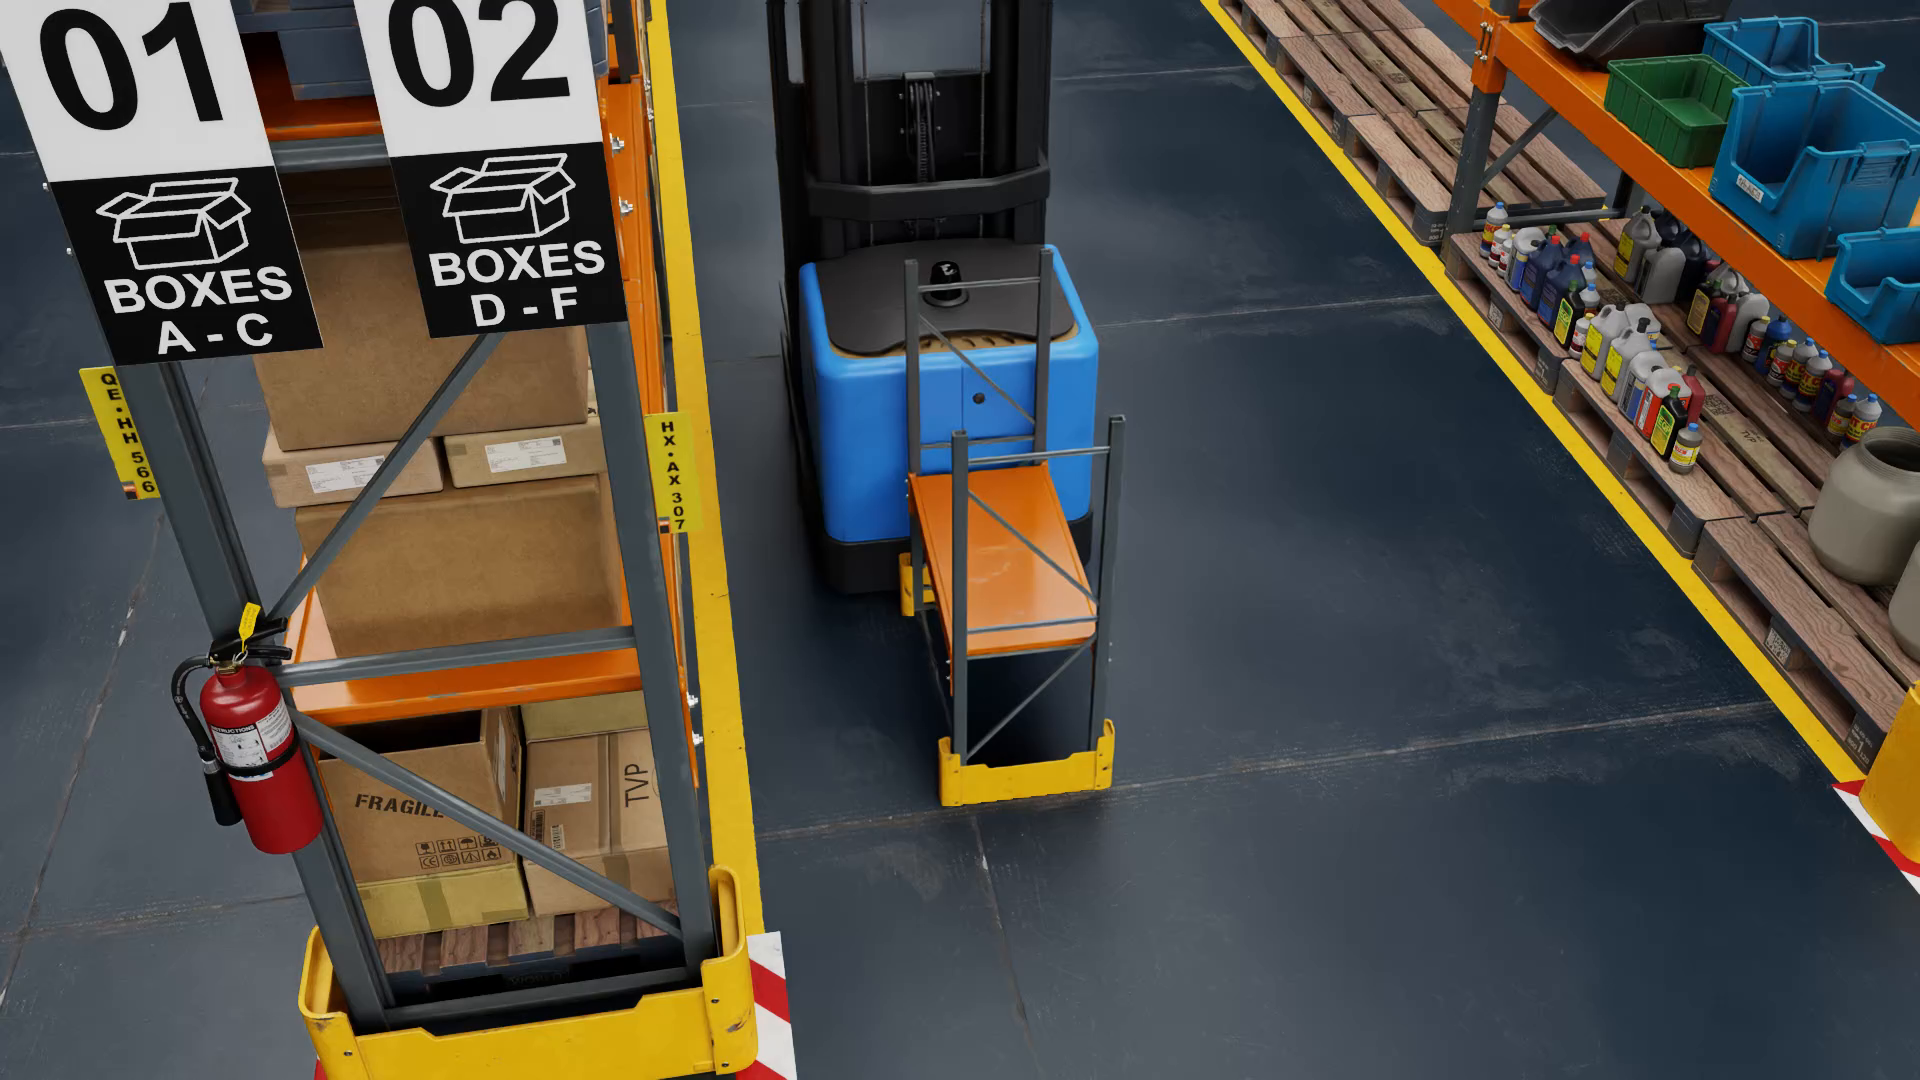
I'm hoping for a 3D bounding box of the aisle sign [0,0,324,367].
[{"bbox_3d":[-1.464,-0.674,3.053,0.394,0.787,0.004,-6,38,-8],"label":"aisle sign"}]

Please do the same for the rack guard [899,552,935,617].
[{"bbox_3d":[0.063,0.146,6.358,0.587,0.250,0.087,-6,38,-7],"label":"rack guard"}]

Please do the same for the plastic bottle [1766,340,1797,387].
[{"bbox_3d":[3.585,-0.774,7.223,0.097,0.201,0.097,0,38,0],"label":"plastic bottle"}]

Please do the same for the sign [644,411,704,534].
[{"bbox_3d":[-0.639,-0.148,3.725,0.100,0.325,0.005,-6,38,-8],"label":"sign"}]

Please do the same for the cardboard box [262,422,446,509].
[{"bbox_3d":[-1.441,-0.224,3.984,0.380,0.149,0.250,-7,38,-9],"label":"cardboard box"}]

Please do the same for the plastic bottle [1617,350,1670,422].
[{"bbox_3d":[2.896,-0.648,7.001,0.152,0.276,0.135,-7,38,-9],"label":"plastic bottle"}]

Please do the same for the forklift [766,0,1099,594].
[{"bbox_3d":[-0.229,-1.853,6.746,1.130,2.935,3.031,-6,38,-7],"label":"forklift"}]

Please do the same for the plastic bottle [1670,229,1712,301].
[{"bbox_3d":[3.420,-1.319,7.803,0.144,0.351,0.185,-8,39,-10],"label":"plastic bottle"}]

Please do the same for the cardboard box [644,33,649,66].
[{"bbox_3d":[-2.163,-3.028,10.102,0.500,0.250,0.500,-7,38,-8],"label":"cardboard box"}]

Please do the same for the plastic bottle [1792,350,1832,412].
[{"bbox_3d":[3.620,-0.681,7.047,0.097,0.271,0.097,0,38,0],"label":"plastic bottle"}]

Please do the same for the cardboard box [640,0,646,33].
[{"bbox_3d":[-2.157,-3.249,9.929,0.500,0.311,0.500,-7,38,-9],"label":"cardboard box"}]

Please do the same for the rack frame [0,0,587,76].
[{"bbox_3d":[-1.187,-2.088,2.102,1.000,3.000,0.127,-6,38,-8],"label":"rack frame"}]

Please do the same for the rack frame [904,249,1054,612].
[{"bbox_3d":[0.063,-0.348,5.976,0.500,1.500,0.032,-6,38,-7],"label":"rack frame"}]

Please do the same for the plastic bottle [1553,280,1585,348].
[{"bbox_3d":[2.743,-1.016,7.468,0.061,0.283,0.133,-5,38,-6],"label":"plastic bottle"}]

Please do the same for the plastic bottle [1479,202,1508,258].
[{"bbox_3d":[2.614,-1.522,8.129,0.097,0.271,0.097,0,38,0],"label":"plastic bottle"}]

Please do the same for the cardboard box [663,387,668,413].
[{"bbox_3d":[-1.411,-0.355,6.660,0.500,0.250,0.500,-6,38,-8],"label":"cardboard box"}]

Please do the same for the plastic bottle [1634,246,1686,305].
[{"bbox_3d":[3.278,-1.258,7.786,0.152,0.276,0.135,-6,38,-8],"label":"plastic bottle"}]

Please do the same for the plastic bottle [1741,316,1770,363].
[{"bbox_3d":[3.549,-0.898,7.383,0.097,0.201,0.097,0,38,0],"label":"plastic bottle"}]

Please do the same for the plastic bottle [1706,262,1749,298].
[{"bbox_3d":[3.476,-1.124,7.552,0.144,0.351,0.185,-6,38,-8],"label":"plastic bottle"}]

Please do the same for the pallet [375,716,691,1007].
[{"bbox_3d":[-1.362,0.925,5.387,1.003,0.211,1.213,-6,38,-8],"label":"pallet"}]

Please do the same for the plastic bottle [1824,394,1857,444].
[{"bbox_3d":[3.661,-0.509,6.882,0.097,0.201,0.097,0,38,0],"label":"plastic bottle"}]

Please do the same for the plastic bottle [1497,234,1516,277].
[{"bbox_3d":[2.649,-1.371,7.992,0.097,0.201,0.097,0,38,0],"label":"plastic bottle"}]

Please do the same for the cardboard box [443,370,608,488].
[{"bbox_3d":[-1.043,-0.274,4.048,0.380,0.149,0.250,-6,38,-8],"label":"cardboard box"}]

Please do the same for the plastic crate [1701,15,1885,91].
[{"bbox_3d":[3.451,-1.967,6.958,0.499,0.251,0.616,-6,38,-8],"label":"plastic crate"}]

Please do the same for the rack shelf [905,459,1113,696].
[{"bbox_3d":[0.144,0.102,5.690,0.538,0.185,1.000,-6,38,-7],"label":"rack shelf"}]

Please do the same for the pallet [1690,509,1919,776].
[{"bbox_3d":[3.494,0.320,6.166,1.003,0.211,1.213,-6,38,-8],"label":"pallet"}]

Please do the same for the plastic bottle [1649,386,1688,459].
[{"bbox_3d":[2.899,-0.481,6.779,0.061,0.283,0.133,-5,38,-7],"label":"plastic bottle"}]

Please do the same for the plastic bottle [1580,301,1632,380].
[{"bbox_3d":[2.830,-0.890,7.251,0.144,0.351,0.185,-7,38,-8],"label":"plastic bottle"}]

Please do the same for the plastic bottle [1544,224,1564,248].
[{"bbox_3d":[2.802,-1.346,7.893,0.061,0.283,0.133,-6,38,-8],"label":"plastic bottle"}]

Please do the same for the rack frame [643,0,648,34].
[{"bbox_3d":[-2.589,-4.551,10.162,1.000,3.000,0.127,-6,38,-8],"label":"rack frame"}]

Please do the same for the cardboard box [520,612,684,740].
[{"bbox_3d":[-1.151,0.256,5.264,0.500,0.500,0.500,-6,38,-8],"label":"cardboard box"}]

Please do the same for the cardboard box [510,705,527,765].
[{"bbox_3d":[-1.671,0.609,5.421,0.500,0.250,0.500,-6,38,-8],"label":"cardboard box"}]

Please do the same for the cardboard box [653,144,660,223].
[{"bbox_3d":[-1.803,-1.794,8.513,0.500,0.250,0.500,-5,38,-7],"label":"cardboard box"}]

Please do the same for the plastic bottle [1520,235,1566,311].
[{"bbox_3d":[2.722,-1.261,7.728,0.144,0.351,0.185,-5,38,-7],"label":"plastic bottle"}]

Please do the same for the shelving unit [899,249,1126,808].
[{"bbox_3d":[0.143,-0.046,5.587,0.587,1.500,1.083,-6,38,-7],"label":"shelving unit"}]

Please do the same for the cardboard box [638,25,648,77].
[{"bbox_3d":[-1.986,-2.641,9.146,0.500,0.311,0.500,-5,38,-7],"label":"cardboard box"}]

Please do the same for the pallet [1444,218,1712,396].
[{"bbox_3d":[3.066,-1.154,8.063,1.003,0.211,1.213,-6,38,-8],"label":"pallet"}]

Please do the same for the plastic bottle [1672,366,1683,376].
[{"bbox_3d":[3.015,-0.644,7.056,0.097,0.201,0.097,0,38,0],"label":"plastic bottle"}]

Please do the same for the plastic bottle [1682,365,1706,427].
[{"bbox_3d":[3.025,-0.579,6.906,0.061,0.283,0.133,-6,38,-8],"label":"plastic bottle"}]

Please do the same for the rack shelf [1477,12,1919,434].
[{"bbox_3d":[3.340,-1.173,6.401,1.077,0.370,4.000,-6,38,-8],"label":"rack shelf"}]

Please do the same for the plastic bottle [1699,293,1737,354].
[{"bbox_3d":[3.396,-0.987,7.431,0.061,0.283,0.133,-6,38,-8],"label":"plastic bottle"}]

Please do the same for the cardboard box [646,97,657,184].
[{"bbox_3d":[-1.798,-2.015,8.341,0.500,0.311,0.500,-7,38,-8],"label":"cardboard box"}]

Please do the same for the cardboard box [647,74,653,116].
[{"bbox_3d":[-1.985,-2.414,9.311,0.500,0.250,0.500,-6,38,-7],"label":"cardboard box"}]

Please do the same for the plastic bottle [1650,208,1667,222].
[{"bbox_3d":[3.398,-1.511,8.105,0.061,0.283,0.133,-4,38,-6],"label":"plastic bottle"}]

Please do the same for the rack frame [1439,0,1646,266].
[{"bbox_3d":[2.989,-2.665,7.735,1.000,3.000,0.127,-6,38,-8],"label":"rack frame"}]

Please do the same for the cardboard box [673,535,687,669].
[{"bbox_3d":[-1.240,0.250,5.882,0.500,0.250,0.500,-6,38,-8],"label":"cardboard box"}]

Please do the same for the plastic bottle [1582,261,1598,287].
[{"bbox_3d":[2.867,-1.155,7.657,0.097,0.271,0.097,0,38,0],"label":"plastic bottle"}]

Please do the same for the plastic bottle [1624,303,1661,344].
[{"bbox_3d":[2.971,-0.891,7.314,0.152,0.276,0.135,-6,38,-8],"label":"plastic bottle"}]

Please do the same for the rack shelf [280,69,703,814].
[{"bbox_3d":[-1.537,-0.642,5.718,1.077,0.370,4.000,-6,38,-8],"label":"rack shelf"}]

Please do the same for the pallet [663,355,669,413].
[{"bbox_3d":[-1.790,-0.549,7.284,1.003,0.211,1.213,-6,38,-8],"label":"pallet"}]

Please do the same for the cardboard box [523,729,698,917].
[{"bbox_3d":[-1.062,0.854,5.105,0.500,0.250,0.500,-6,38,-8],"label":"cardboard box"}]

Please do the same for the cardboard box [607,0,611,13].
[{"bbox_3d":[-1.842,-2.593,7.847,0.380,0.149,0.250,-6,38,-8],"label":"cardboard box"}]

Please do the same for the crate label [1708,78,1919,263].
[{"bbox_3d":[3.102,-1.346,6.008,0.502,0.435,0.616,-6,38,-8],"label":"crate label"}]

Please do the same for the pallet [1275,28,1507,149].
[{"bbox_3d":[2.596,-2.772,10.147,1.003,0.211,1.213,-6,38,-8],"label":"pallet"}]

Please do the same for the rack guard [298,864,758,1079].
[{"bbox_3d":[-1.182,1.283,4.691,1.175,0.500,0.348,-6,38,-8],"label":"rack guard"}]

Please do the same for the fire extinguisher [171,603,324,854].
[{"bbox_3d":[-1.623,0.433,3.810,0.296,0.674,0.183,-6,38,-8],"label":"fire extinguisher"}]

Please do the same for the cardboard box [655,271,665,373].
[{"bbox_3d":[-1.591,-0.958,7.437,0.500,0.250,0.500,-6,38,-8],"label":"cardboard box"}]

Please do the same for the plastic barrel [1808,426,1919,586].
[{"bbox_3d":[3.412,-0.125,6.151,0.421,0.512,0.421,0,38,0],"label":"plastic barrel"}]
